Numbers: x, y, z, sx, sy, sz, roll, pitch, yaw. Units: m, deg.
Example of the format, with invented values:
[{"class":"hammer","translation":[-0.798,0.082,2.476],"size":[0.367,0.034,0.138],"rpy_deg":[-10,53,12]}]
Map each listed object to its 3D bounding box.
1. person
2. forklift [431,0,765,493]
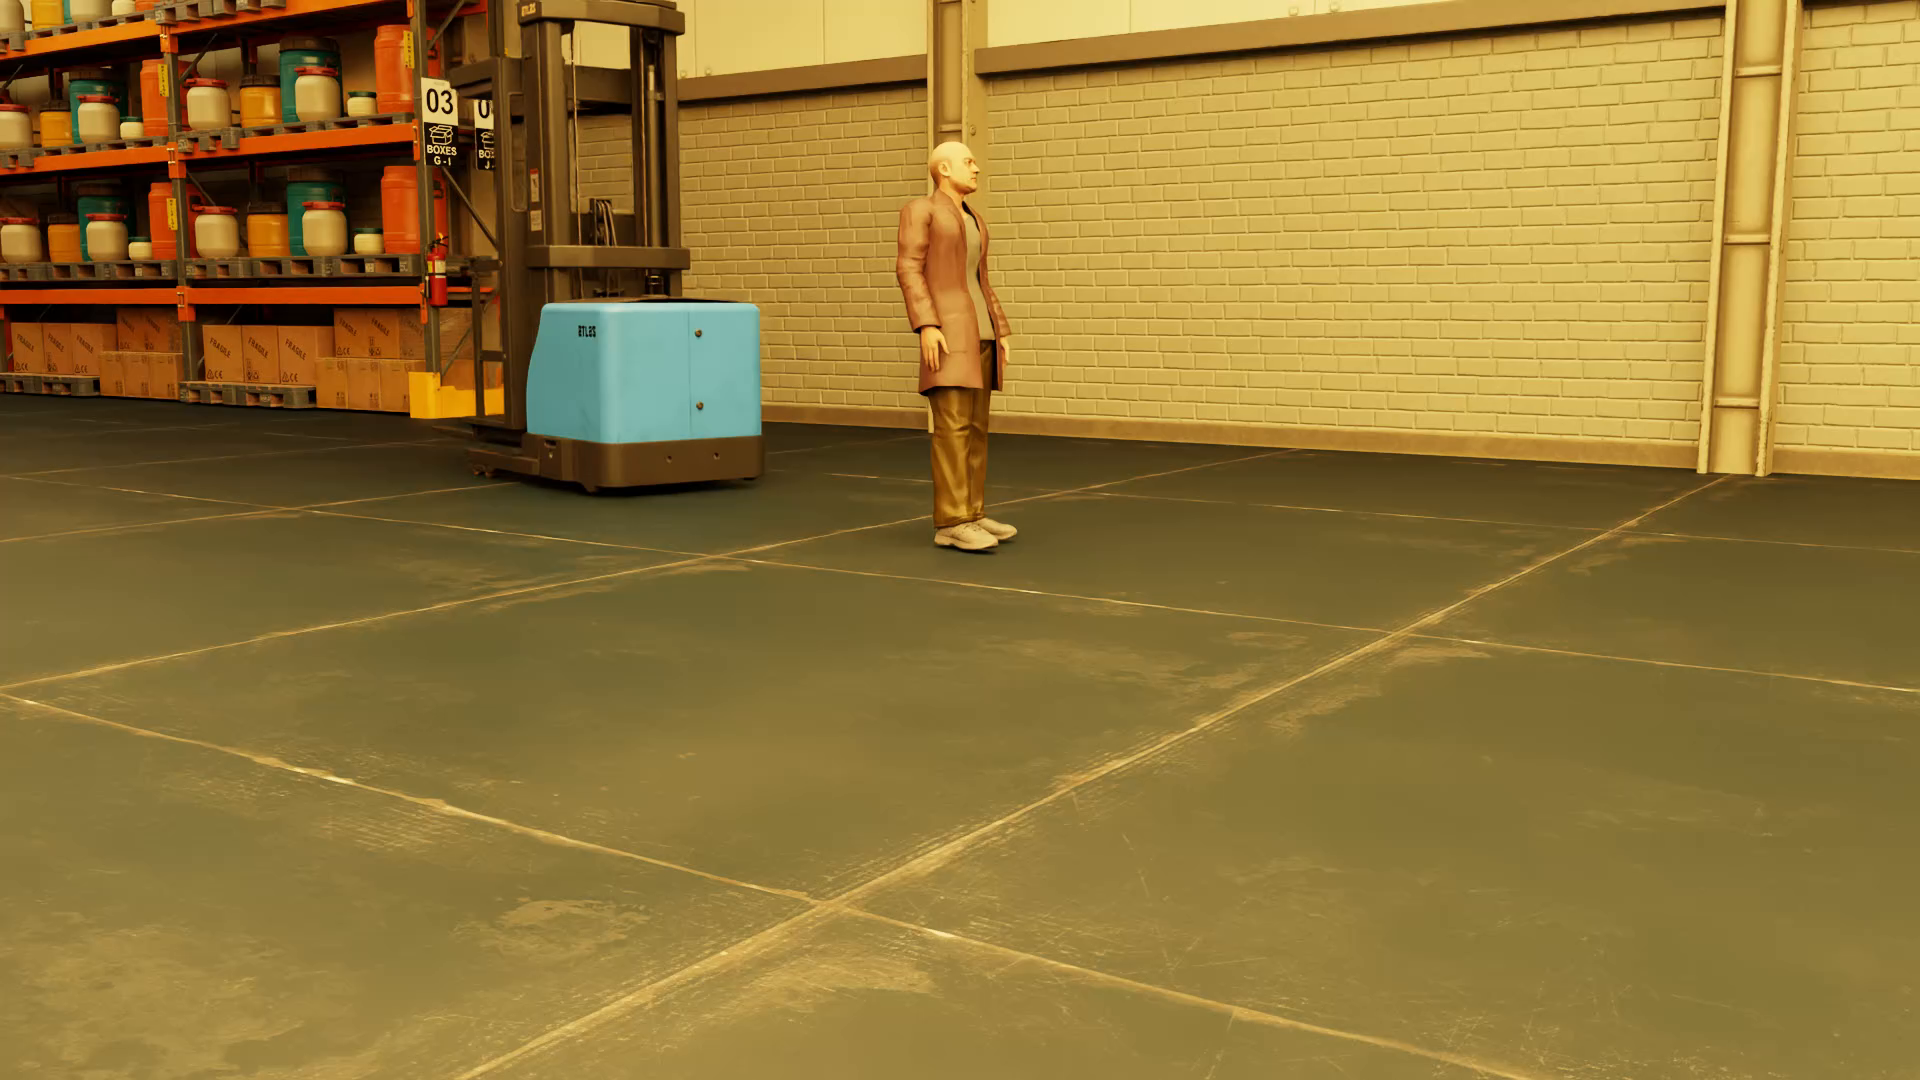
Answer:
[{"class":"person","translation":[0.074,-0.879,7.423],"size":[0.579,1.778,0.696],"rpy_deg":[5,10,34]},{"class":"forklift","translation":[-2.454,-1.875,10.376],"size":[1.130,2.935,3.031],"rpy_deg":[-6,10,-38]}]
